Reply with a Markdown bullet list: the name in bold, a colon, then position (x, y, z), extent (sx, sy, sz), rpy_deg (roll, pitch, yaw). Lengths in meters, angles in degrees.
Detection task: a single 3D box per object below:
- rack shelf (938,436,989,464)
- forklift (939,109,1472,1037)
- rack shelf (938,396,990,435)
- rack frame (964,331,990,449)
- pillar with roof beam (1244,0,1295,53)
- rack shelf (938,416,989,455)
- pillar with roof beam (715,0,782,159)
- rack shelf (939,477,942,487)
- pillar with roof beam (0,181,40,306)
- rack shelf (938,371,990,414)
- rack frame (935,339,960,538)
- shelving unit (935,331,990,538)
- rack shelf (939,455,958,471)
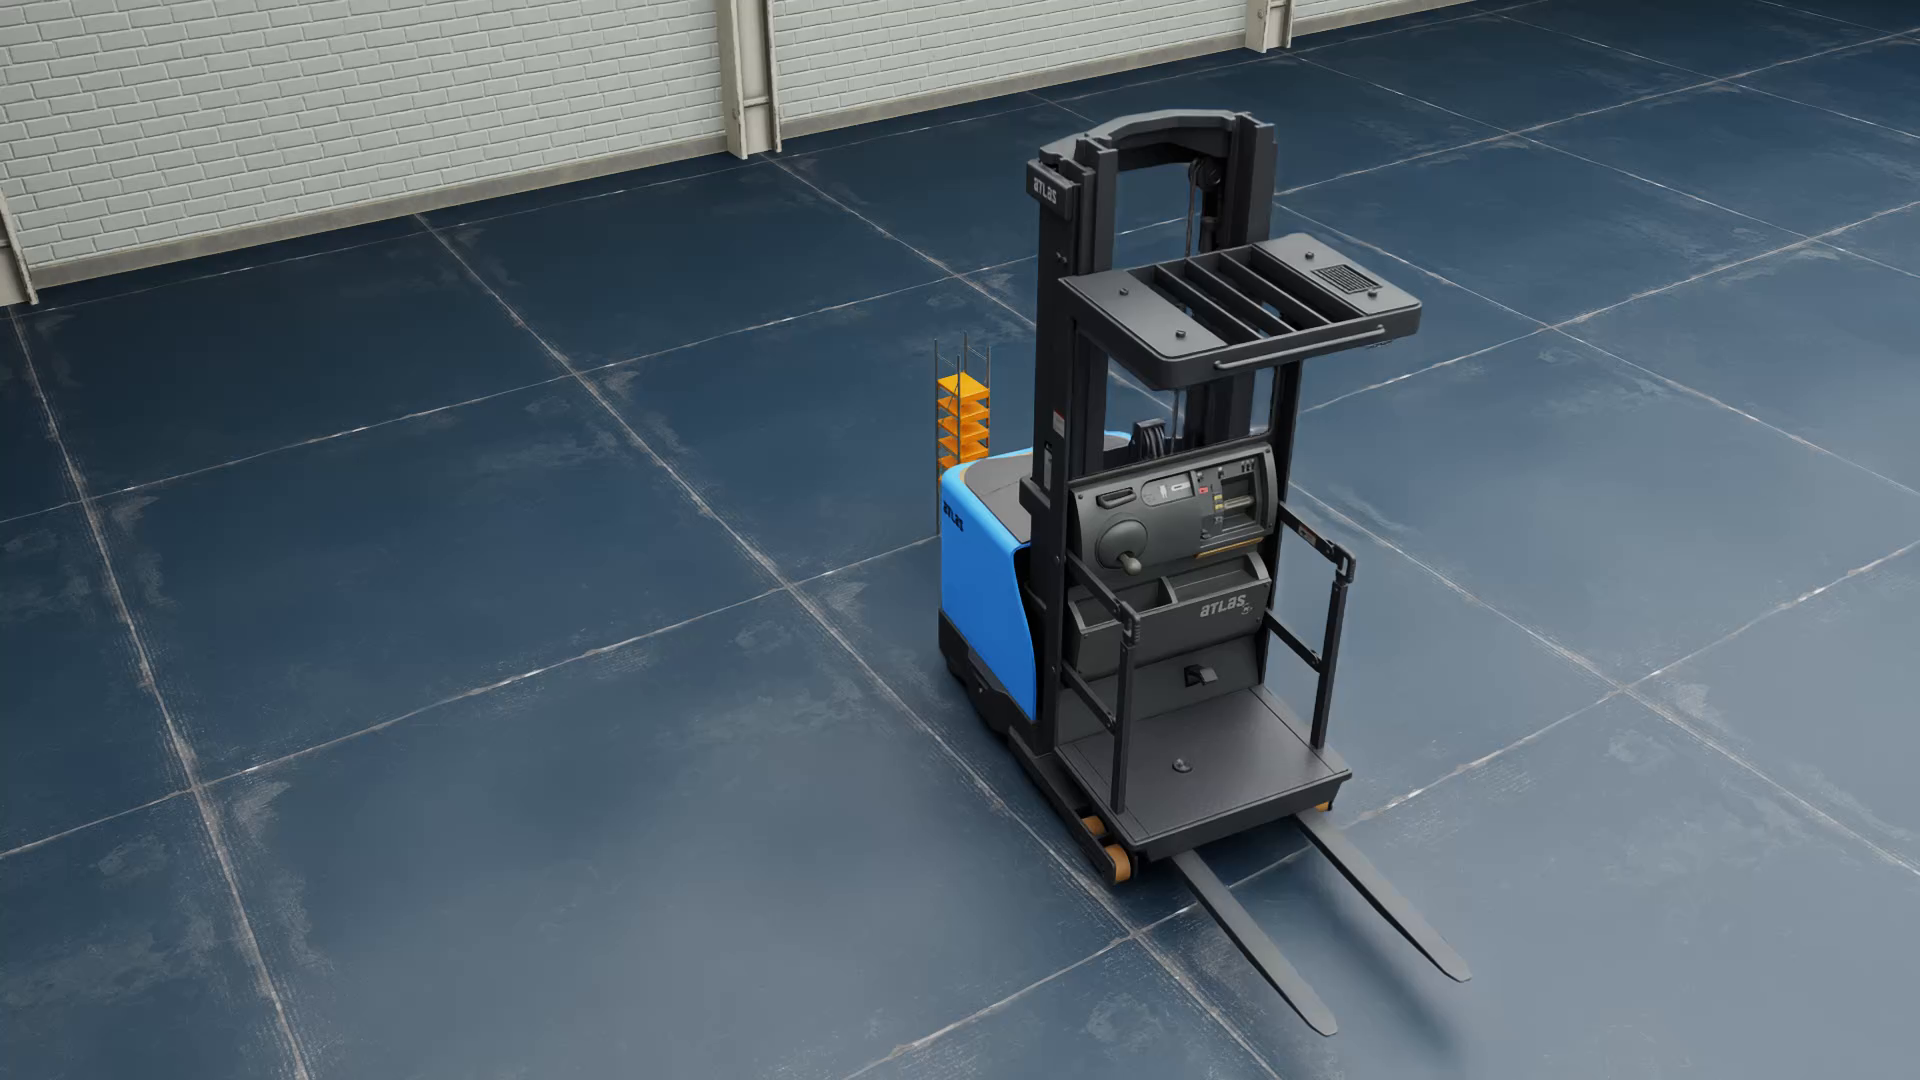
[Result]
- **rack shelf**: position (0.012, -0.474, 8.960), extent (0.180, 0.103, 0.258), rpy_deg (-19, 37, -27)
- **forklift**: position (0.978, -0.067, 6.609), extent (1.130, 2.935, 3.031), rpy_deg (-14, 35, -21)
- **rack shelf**: position (0.012, -0.677, 8.832), extent (0.180, 0.103, 0.258), rpy_deg (-19, 37, -27)
- **rack frame**: position (0.089, -0.538, 8.978), extent (0.006, 1.200, 0.240), rpy_deg (-19, 37, -27)
- **pillar with roof beam**: position (5.554, -7.058, 12.005), extent (0.400, 9.000, 9.100), rpy_deg (-19, 37, -27)
- **rack shelf**: position (0.012, -0.576, 8.896), extent (0.180, 0.103, 0.258), rpy_deg (-19, 37, -27)
- **pillar with roof beam**: position (0.511, -5.324, 9.255), extent (0.400, 9.000, 9.100), rpy_deg (-19, 37, -27)
- **rack shelf**: position (0.012, -0.271, 9.088), extent (0.180, 0.103, 0.258), rpy_deg (-19, 37, -27)
- **pillar with roof beam**: position (-4.532, -3.590, 6.506), extent (0.400, 9.000, 9.100), rpy_deg (-19, 37, -27)
- **rack shelf**: position (0.012, -0.779, 8.768), extent (0.180, 0.103, 0.258), rpy_deg (-19, 37, -27)
- **rack frame**: position (-0.065, -0.485, 8.895), extent (0.006, 1.200, 0.240), rpy_deg (-19, 37, -27)
- **shelving unit**: position (0.012, -0.512, 8.937), extent (0.189, 1.200, 0.258), rpy_deg (-19, 37, -27)
- **rack shelf**: position (0.012, -0.373, 9.024), extent (0.180, 0.103, 0.258), rpy_deg (-19, 37, -27)
